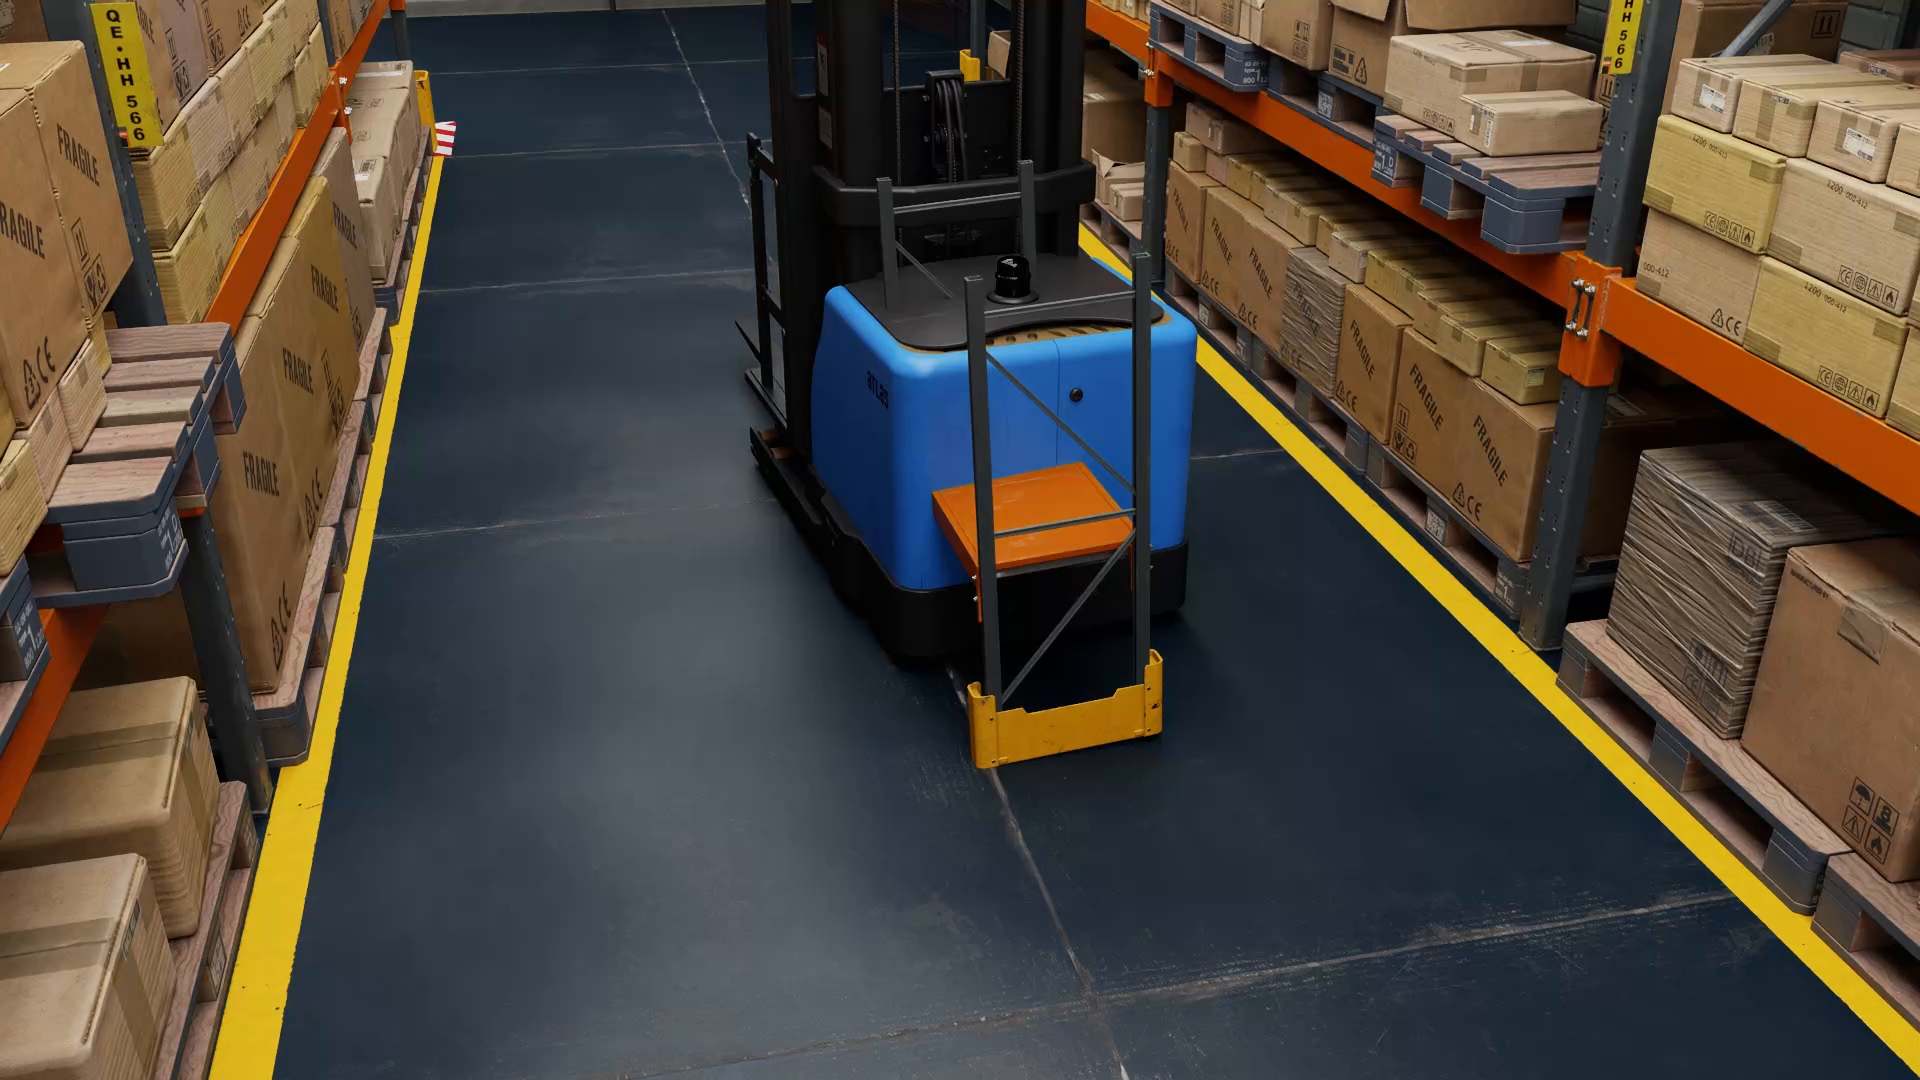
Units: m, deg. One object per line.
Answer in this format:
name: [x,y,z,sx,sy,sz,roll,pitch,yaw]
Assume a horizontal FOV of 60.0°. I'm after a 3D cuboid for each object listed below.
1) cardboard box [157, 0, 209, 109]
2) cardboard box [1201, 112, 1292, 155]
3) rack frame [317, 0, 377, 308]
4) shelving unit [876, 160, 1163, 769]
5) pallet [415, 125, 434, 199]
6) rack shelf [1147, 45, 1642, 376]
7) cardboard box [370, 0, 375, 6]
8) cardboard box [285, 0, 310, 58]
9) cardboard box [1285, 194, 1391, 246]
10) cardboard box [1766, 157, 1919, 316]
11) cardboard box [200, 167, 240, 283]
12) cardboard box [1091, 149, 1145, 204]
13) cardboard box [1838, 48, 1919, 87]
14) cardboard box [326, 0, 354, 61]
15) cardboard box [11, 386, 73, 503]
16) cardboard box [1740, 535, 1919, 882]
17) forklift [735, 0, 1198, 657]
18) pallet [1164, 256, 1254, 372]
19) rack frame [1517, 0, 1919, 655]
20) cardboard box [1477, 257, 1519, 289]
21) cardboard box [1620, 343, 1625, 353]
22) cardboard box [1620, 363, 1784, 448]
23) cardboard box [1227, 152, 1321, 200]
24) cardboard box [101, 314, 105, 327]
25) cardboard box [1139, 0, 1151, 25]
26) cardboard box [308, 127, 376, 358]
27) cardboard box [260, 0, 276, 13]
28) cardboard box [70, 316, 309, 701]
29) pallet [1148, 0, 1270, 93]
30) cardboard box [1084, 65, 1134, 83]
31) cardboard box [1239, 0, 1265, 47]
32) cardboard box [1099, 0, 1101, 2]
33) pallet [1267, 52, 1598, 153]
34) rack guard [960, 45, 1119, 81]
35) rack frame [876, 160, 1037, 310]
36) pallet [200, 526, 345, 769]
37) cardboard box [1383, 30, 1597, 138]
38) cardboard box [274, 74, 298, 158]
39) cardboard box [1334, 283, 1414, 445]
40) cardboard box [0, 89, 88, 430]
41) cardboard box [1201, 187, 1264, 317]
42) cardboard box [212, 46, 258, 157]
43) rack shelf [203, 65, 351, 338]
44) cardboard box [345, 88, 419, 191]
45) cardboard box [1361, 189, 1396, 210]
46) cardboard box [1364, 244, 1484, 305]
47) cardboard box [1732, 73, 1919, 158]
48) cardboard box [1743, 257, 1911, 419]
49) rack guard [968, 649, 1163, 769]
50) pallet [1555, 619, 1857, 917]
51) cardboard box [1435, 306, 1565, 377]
cardboard box: [-2.450,-1.482,4.637,0.500,0.500,0.500,-6,27,-11]
cardboard box: [1.404,-1.995,8.131,0.380,0.149,0.250,-7,28,-14]
rack frame: [-3.358,-2.289,7.456,1.000,3.000,0.127,-6,27,-12]
shelving unit: [0.154,-0.268,5.086,0.587,1.500,1.083,-10,28,-12]
pallet: [-4.003,-2.457,10.883,1.003,0.211,1.213,-6,27,-12]
rack shelf: [1.928,-1.595,6.880,1.077,0.370,4.000,-6,27,-12]
cardboard box: [-3.540,-3.233,9.215,0.500,0.500,0.500,-5,27,-10]
cardboard box: [-2.902,-2.058,6.609,0.500,0.250,0.500,-5,27,-10]
cardboard box: [1.654,-1.404,7.292,0.380,0.149,0.250,-5,27,-10]
cardboard box: [2.353,-0.755,4.029,0.500,0.250,0.500,-5,27,-10]
cardboard box: [-2.454,-0.930,4.930,0.500,0.250,0.500,-7,28,-13]
cardboard box: [0.985,-2.133,9.715,0.396,0.266,0.258,-5,27,-10]
cardboard box: [2.649,-1.250,4.568,0.380,0.149,0.250,-5,27,-10]
cardboard box: [-3.208,-2.566,7.894,0.500,0.500,0.500,-5,27,-10]
cardboard box: [-1.873,-0.160,3.052,0.380,0.149,0.250,-7,28,-14]
cardboard box: [2.661,0.395,4.307,0.875,0.625,0.625,-5,27,-10]
forklift: [-0.217,-1.574,6.116,1.130,2.935,3.031,-9,28,-18]
pallet: [1.698,-1.196,8.386,1.003,0.211,1.213,-6,27,-12]
rack frame: [2.379,-1.039,4.979,1.000,3.000,0.127,-6,27,-12]
cardboard box: [2.320,-1.119,6.726,0.380,0.149,0.250,-7,28,-13]
cardboard box: [2.531,-0.780,6.054,0.380,0.149,0.250,-5,27,-10]
cardboard box: [2.557,-0.324,5.870,0.500,0.500,0.500,-5,27,-10]
cardboard box: [1.506,-1.746,7.968,0.380,0.149,0.250,-7,28,-14]
cardboard box: [-2.153,-0.488,3.701,0.380,0.149,0.250,-5,27,-10]
cardboard box: [1.159,-2.797,8.741,0.380,0.149,0.250,-6,27,-11]
cardboard box: [-3.140,-1.264,7.317,0.875,0.875,0.875,-5,27,-10]
cardboard box: [-2.793,-2.158,5.976,0.500,0.500,0.500,-5,27,-10]
cardboard box: [-2.531,-0.083,4.978,0.875,0.875,0.875,-6,27,-12]
pallet: [1.551,-2.347,7.784,1.003,0.211,1.213,-6,27,-12]
cardboard box: [0.798,-2.723,10.623,0.500,0.500,0.500,-5,27,-11]
cardboard box: [1.417,-2.273,7.108,0.396,0.266,0.258,-5,27,-9]
cardboard box: [0.965,-3.138,9.418,0.380,0.149,0.250,-5,27,-10]
pallet: [1.936,-1.806,6.712,1.003,0.211,1.213,-6,27,-12]
rack guard: [0.593,-3.401,12.434,1.175,0.500,0.348,-6,27,-12]
rack frame: [0.022,-0.486,5.516,0.500,1.500,0.032,-10,28,-12]
pallet: [-2.561,0.358,5.306,1.003,0.211,1.213,-6,27,-12]
cardboard box: [1.826,-1.589,5.770,0.500,0.250,0.500,-7,28,-14]
cardboard box: [-2.802,-1.603,6.264,0.500,0.250,0.500,-7,28,-13]
cardboard box: [1.851,-0.724,6.664,0.500,0.500,0.500,-5,27,-9]
cardboard box: [-1.956,-0.501,3.006,0.500,0.500,0.500,-6,27,-12]
cardboard box: [1.497,-1.398,7.999,0.500,0.500,0.500,-6,27,-12]
cardboard box: [-2.546,-1.384,5.274,0.500,0.250,0.500,-6,27,-12]
rack shelf: [-2.907,-1.090,5.878,1.077,0.370,4.000,-6,27,-12]
cardboard box: [-3.799,-2.408,10.069,0.875,0.438,0.875,-5,27,-10]
cardboard box: [2.062,-1.566,7.613,0.380,0.149,0.250,-5,27,-10]
cardboard box: [1.841,-1.057,6.604,0.380,0.149,0.250,-6,27,-12]
cardboard box: [2.225,-1.086,4.242,0.380,0.149,0.250,-5,27,-10]
cardboard box: [2.349,-0.531,4.139,0.500,0.250,0.500,-7,28,-13]
rack guard: [0.317,0.502,4.948,0.587,0.250,0.087,-10,28,-12]
pallet: [2.526,0.572,4.883,1.003,0.211,1.213,-6,27,-12]
cardboard box: [1.929,-0.707,5.911,0.380,0.149,0.250,-7,28,-14]
